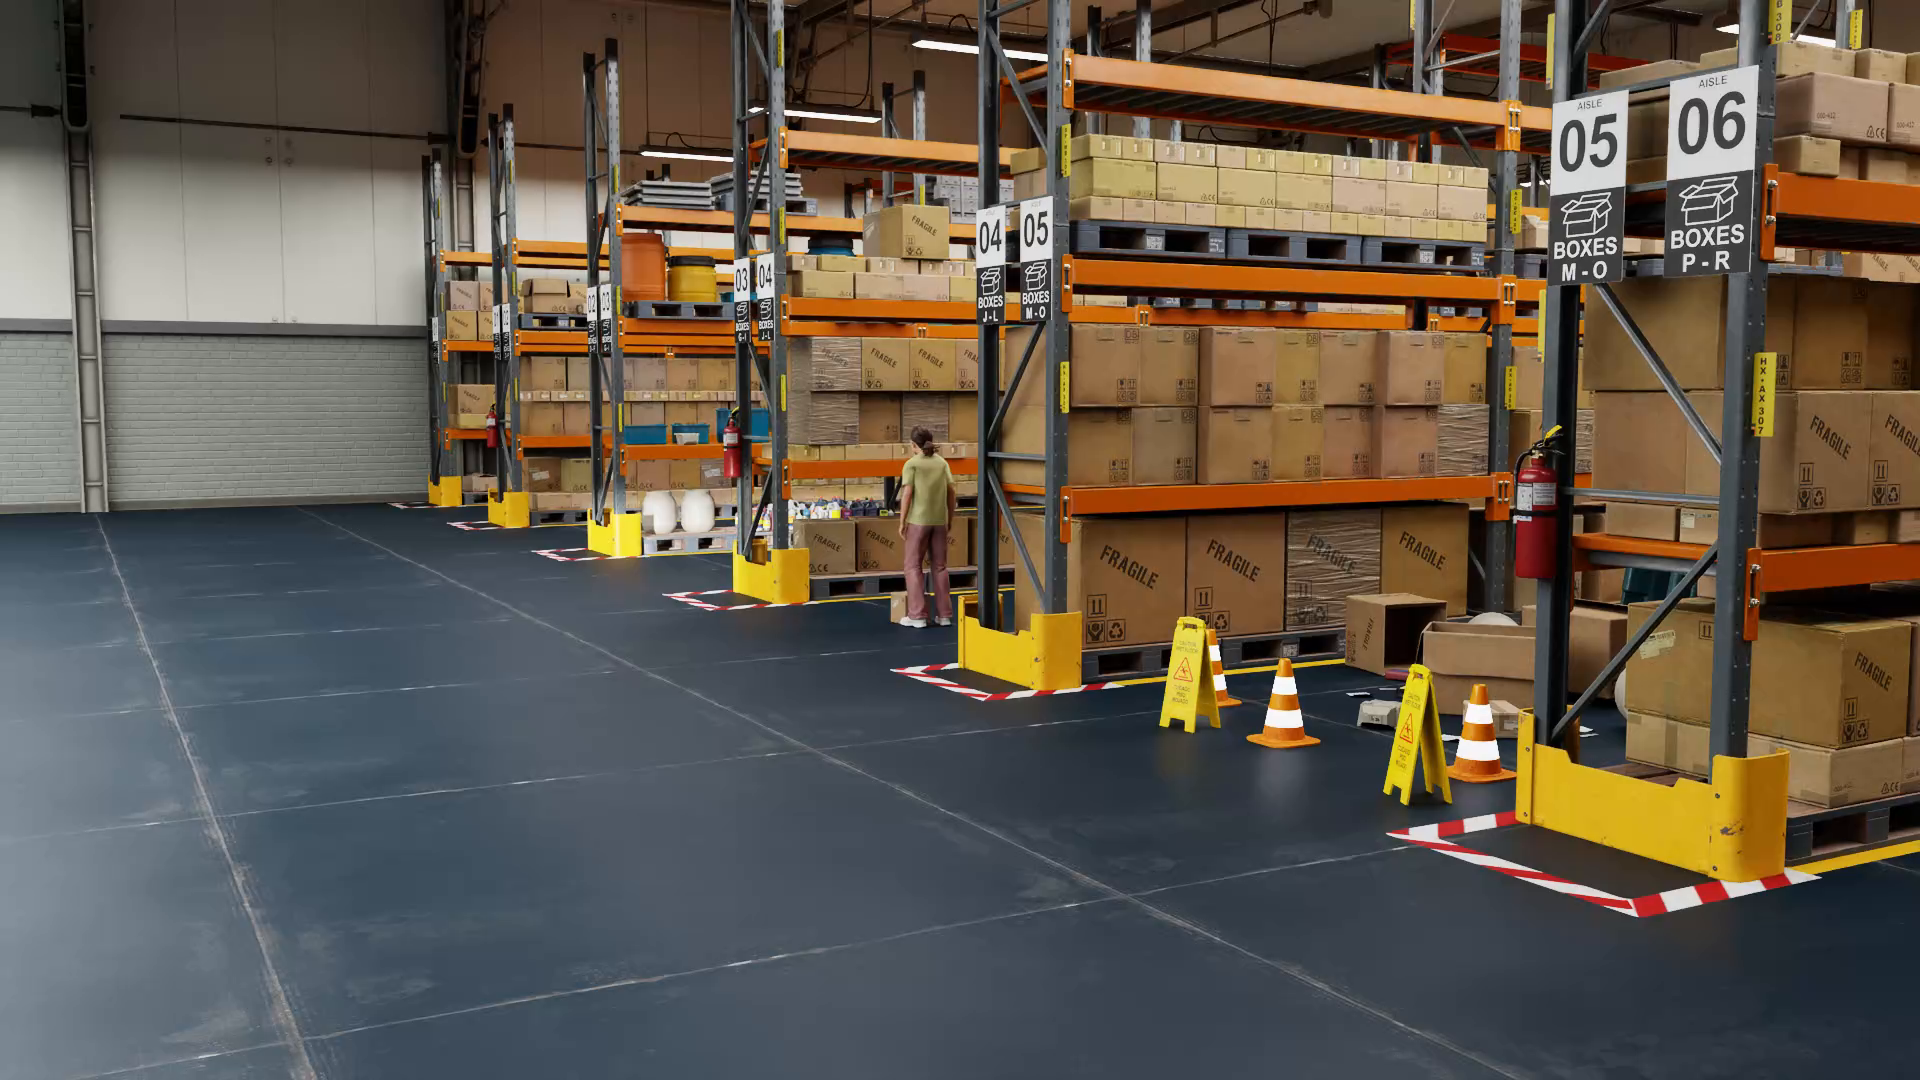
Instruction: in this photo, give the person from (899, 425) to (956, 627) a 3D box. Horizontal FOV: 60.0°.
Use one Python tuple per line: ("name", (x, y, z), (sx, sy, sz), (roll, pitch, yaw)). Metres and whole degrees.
("person", (-0.283, -0.118, 13.788), (0.499, 1.673, 0.359), (-3, 6, -28))
